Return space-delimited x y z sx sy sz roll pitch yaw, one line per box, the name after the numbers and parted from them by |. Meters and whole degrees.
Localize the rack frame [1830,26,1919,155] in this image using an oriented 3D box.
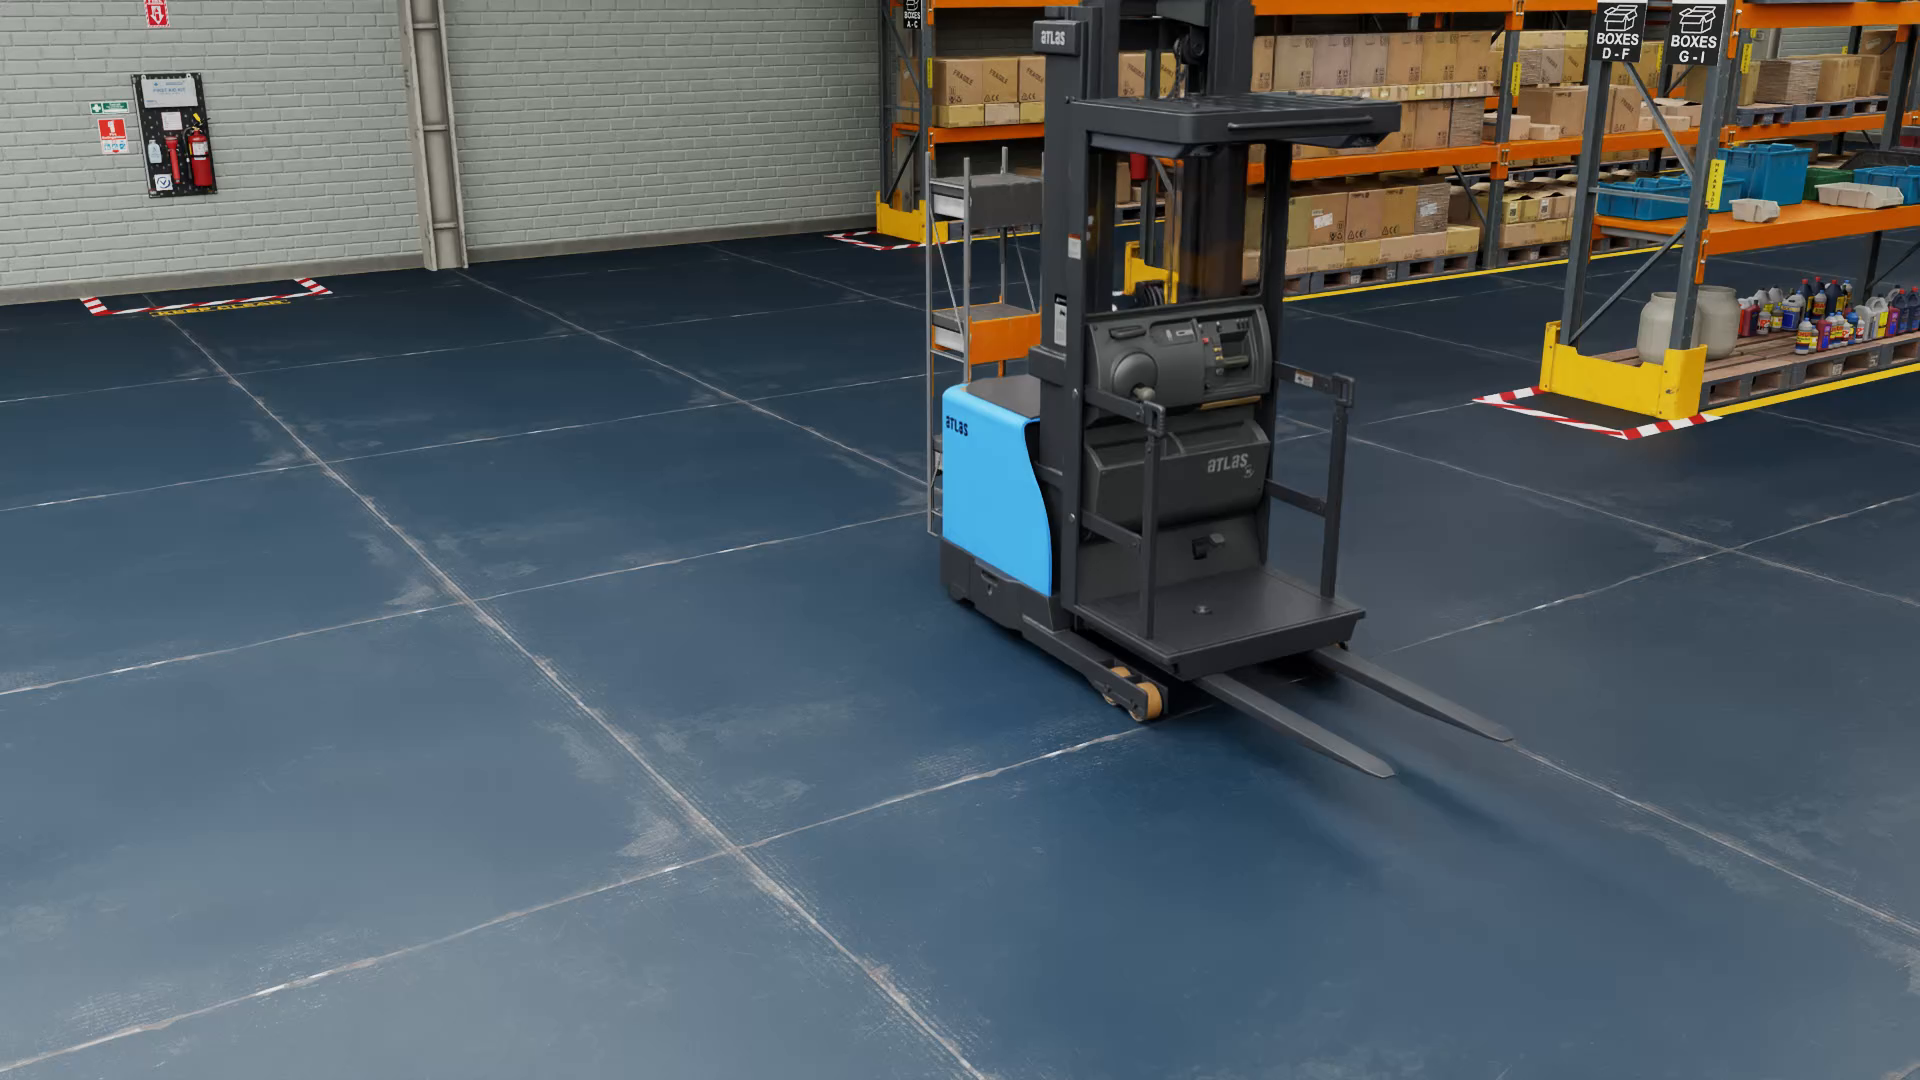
12.103 -5.859 21.891 0.127 3.000 1.000 -12 22 -31 | rack frame

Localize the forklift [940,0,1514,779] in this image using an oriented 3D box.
1.068 -0.792 7.011 1.130 2.935 3.031 -10 21 -28 | forklift

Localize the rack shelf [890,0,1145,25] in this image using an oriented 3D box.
1.024 -6.502 20.233 4.000 0.370 1.077 -12 22 -31 | rack shelf

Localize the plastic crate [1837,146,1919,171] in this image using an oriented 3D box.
7.636 -3.036 13.639 0.504 0.338 0.767 -12 22 -31 | plastic crate

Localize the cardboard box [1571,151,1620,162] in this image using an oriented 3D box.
10.057 -6.302 26.449 0.500 0.500 0.700 -12 22 -31 | cardboard box

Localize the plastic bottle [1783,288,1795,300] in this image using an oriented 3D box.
6.922 -1.963 13.922 0.133 0.283 0.061 -11 21 -29 | plastic bottle

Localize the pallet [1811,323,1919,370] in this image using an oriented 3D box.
7.559 -1.696 13.931 1.213 0.211 1.003 -12 22 -31 | pallet

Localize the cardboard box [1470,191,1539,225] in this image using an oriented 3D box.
5.904 -3.618 18.024 0.500 0.311 0.500 -12 22 -31 | cardboard box

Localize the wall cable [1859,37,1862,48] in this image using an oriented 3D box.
17.637 -10.159 30.093 0.112 2.526 3.097 -12 22 -31 | wall cable

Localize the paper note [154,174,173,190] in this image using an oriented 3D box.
-7.819 -3.512 16.325 0.142 0.148 0.016 -12 22 -31 | paper note

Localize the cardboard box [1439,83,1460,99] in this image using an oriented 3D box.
4.888 -4.609 17.026 0.250 0.149 0.380 -13 22 -33 | cardboard box

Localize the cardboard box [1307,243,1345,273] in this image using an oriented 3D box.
3.485 -2.853 16.638 0.500 0.250 0.500 -12 22 -31 | cardboard box

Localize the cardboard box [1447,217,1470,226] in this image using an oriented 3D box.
5.609 -3.496 18.541 0.500 0.250 0.500 -12 22 -32 | cardboard box

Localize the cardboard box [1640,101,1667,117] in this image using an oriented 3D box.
7.909 -5.006 19.508 0.500 0.311 0.500 -12 22 -32 | cardboard box

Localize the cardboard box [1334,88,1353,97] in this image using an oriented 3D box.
3.602 -4.338 16.225 0.250 0.149 0.380 -12 22 -32 | cardboard box

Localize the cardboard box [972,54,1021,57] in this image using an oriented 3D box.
0.486 -5.681 20.397 0.500 0.500 0.500 -13 22 -33 | cardboard box

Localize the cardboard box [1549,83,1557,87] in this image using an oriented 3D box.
8.810 -6.854 25.195 0.250 0.149 0.380 -11 22 -30 | cardboard box

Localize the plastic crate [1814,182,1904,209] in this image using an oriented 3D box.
6.926 -2.645 12.797 0.437 0.136 0.530 -12 22 -31 | plastic crate

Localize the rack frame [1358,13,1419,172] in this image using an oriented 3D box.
6.035 -6.478 23.724 0.127 3.000 1.000 -12 22 -31 | rack frame

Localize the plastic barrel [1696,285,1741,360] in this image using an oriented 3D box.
5.729 -1.664 12.713 0.421 0.512 0.421 0 19 0 | plastic barrel

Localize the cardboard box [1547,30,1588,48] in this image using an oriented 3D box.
9.126 -7.585 25.175 0.500 0.250 0.500 -11 22 -30 | cardboard box

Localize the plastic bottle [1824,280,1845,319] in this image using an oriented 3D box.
7.320 -2.008 13.949 0.185 0.351 0.144 -12 22 -31 | plastic bottle

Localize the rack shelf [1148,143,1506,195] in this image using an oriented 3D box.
3.752 -3.756 16.796 4.000 0.370 1.077 -12 22 -31 | rack shelf

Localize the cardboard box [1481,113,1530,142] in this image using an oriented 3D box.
5.809 -4.477 18.038 0.500 0.250 0.500 -10 21 -28 | cardboard box

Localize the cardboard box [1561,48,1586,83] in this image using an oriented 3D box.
9.129 -7.232 25.301 0.500 0.500 0.500 -12 22 -32 | cardboard box

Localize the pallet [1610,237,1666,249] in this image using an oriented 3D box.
8.054 -3.698 19.855 1.213 0.211 1.003 -12 22 -31 | pallet

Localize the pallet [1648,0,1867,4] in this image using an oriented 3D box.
5.547 -3.870 11.621 1.213 0.211 1.003 -12 22 -31 | pallet

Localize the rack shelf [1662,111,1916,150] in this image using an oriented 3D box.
10.433 -5.166 20.964 4.000 0.370 1.077 -12 22 -31 | rack shelf

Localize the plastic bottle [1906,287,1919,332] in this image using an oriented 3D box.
7.764 -1.887 13.592 0.185 0.351 0.144 -13 22 -33 | plastic bottle

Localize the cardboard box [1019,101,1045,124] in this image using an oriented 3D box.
0.790 -5.192 20.122 0.500 0.250 0.500 -12 22 -32 | cardboard box

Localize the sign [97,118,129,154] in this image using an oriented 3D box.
-8.152 -3.889 16.009 0.234 0.329 0.001 -12 22 -31 | sign

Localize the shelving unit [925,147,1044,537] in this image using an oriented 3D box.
0.138 -1.024 8.995 0.503 2.100 0.431 -12 22 -31 | shelving unit

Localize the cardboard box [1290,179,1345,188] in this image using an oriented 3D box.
3.611 -3.438 17.198 0.500 0.500 0.500 -12 22 -31 | cardboard box

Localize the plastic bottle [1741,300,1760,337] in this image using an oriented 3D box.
6.380 -1.790 13.411 0.133 0.283 0.061 -12 22 -31 | plastic bottle

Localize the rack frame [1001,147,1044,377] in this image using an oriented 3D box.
0.342 -1.067 9.122 0.015 2.100 0.400 -12 22 -31 | rack frame

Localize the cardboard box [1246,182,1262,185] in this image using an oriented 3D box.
3.704 -5.037 22.675 0.500 0.500 0.700 -12 22 -32 | cardboard box

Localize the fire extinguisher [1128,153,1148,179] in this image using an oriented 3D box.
1.727 -3.812 15.957 0.183 0.674 0.296 -12 22 -31 | fire extinguisher

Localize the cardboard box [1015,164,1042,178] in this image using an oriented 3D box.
1.097 -4.408 20.815 0.500 0.500 0.700 -14 23 -35 | cardboard box

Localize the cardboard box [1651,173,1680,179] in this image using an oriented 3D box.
8.461 -4.158 19.622 0.500 0.311 0.500 -11 22 -30 | cardboard box

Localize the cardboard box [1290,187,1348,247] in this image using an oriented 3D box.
3.478 -3.212 16.527 0.500 0.500 0.500 -12 22 -31 | cardboard box

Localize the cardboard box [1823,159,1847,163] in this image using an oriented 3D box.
11.431 -4.634 21.486 0.500 0.500 0.500 -12 22 -31 | cardboard box

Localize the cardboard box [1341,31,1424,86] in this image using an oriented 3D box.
4.215 -4.854 16.738 0.500 0.500 0.700 -12 22 -31 | cardboard box

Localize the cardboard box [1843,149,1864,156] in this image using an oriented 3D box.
12.423 -5.059 22.742 0.500 0.500 0.500 -12 22 -31 | cardboard box

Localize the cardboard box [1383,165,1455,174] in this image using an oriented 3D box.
6.721 -5.753 24.280 0.750 0.750 0.750 -12 22 -32 | cardboard box

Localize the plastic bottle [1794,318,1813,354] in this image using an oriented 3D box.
6.488 -1.571 12.782 0.097 0.271 0.097 0 19 0 | plastic bottle

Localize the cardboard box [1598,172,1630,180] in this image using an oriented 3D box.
7.730 -4.208 19.769 0.500 0.311 0.500 -13 22 -33 | cardboard box

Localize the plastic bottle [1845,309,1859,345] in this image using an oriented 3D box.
7.027 -1.685 13.118 0.097 0.271 0.097 0 19 0 | plastic bottle

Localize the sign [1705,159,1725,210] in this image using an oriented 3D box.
5.101 -2.403 11.236 0.005 0.325 0.100 -12 22 -31 | sign

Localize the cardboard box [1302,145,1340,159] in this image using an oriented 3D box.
3.332 -4.051 16.387 0.500 0.500 0.700 -12 22 -31 | cardboard box
